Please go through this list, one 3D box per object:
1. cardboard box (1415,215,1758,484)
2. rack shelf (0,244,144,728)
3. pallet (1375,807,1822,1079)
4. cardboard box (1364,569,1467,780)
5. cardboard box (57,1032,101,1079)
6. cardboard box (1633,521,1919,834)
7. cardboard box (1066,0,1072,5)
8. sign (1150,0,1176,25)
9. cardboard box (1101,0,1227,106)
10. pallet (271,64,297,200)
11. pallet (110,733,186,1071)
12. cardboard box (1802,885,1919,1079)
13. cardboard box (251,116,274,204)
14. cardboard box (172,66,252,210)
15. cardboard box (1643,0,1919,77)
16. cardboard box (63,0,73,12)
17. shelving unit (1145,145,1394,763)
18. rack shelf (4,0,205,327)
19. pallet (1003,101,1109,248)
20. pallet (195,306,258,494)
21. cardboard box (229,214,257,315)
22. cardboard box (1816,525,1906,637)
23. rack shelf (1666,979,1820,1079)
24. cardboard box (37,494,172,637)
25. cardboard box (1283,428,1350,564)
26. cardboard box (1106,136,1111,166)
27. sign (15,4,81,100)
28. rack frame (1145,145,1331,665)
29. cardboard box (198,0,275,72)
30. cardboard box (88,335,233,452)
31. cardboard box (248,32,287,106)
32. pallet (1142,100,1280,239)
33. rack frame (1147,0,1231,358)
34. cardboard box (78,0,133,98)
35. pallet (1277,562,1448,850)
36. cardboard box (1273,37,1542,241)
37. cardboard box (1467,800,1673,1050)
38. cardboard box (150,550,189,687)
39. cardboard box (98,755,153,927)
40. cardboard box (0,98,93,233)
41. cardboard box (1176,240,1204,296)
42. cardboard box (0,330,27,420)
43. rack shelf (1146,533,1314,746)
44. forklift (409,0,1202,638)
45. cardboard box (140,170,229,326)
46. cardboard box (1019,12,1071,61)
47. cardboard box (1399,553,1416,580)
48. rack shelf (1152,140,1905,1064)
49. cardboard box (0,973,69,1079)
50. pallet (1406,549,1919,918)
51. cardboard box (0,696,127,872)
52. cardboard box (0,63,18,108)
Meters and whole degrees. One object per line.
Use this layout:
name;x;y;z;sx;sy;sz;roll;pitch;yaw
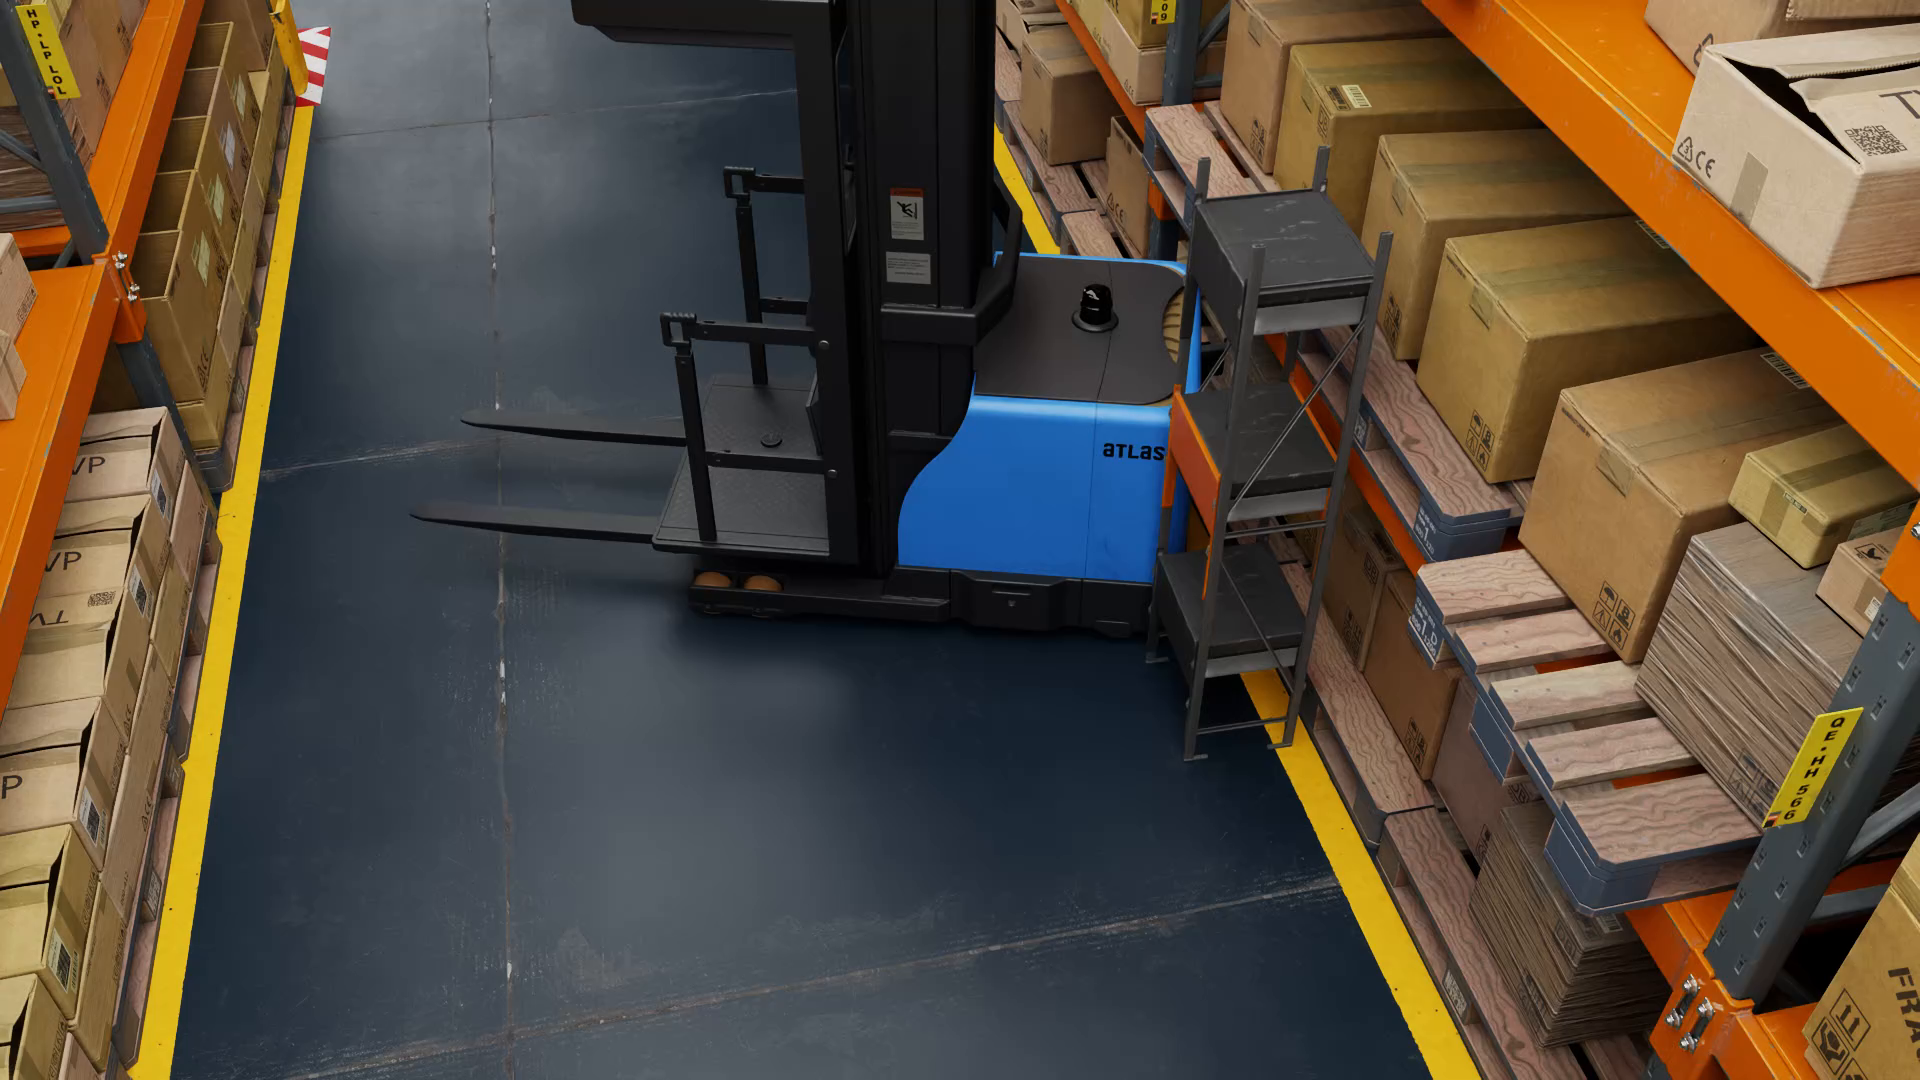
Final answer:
cardboard box;1.758;-0.551;4.704;0.700;0.500;0.500;-8;42;-9
rack shelf;-3.108;0.444;4.532;1.077;0.370;4.000;-8;42;-9
pallet;1.992;1.295;5.132;1.003;0.211;1.213;-8;42;-9
cardboard box;1.821;0.401;5.590;0.700;0.500;0.500;-9;42;-10
cardboard box;-2.612;1.635;4.403;0.500;0.250;0.500;-9;42;-10
cardboard box;2.048;0.254;3.798;0.700;0.500;0.500;-13;43;-14
cardboard box;0.675;-2.697;7.626;0.500;0.250;0.500;-9;42;-10
sign;0.768;-2.075;6.176;0.100;0.325;0.005;-8;42;-9
cardboard box;0.898;-2.049;6.897;0.500;0.250;0.500;-8;42;-9
pallet;-4.197;-2.182;9.049;1.003;0.211;1.213;-8;42;-9
pallet;-3.076;1.186;5.255;1.003;0.211;1.213;-8;42;-9
cardboard box;2.014;0.954;3.101;0.500;0.500;0.500;-7;42;-8
cardboard box;-3.770;-1.892;8.376;0.500;0.250;0.500;-8;42;-9
cardboard box;-3.660;-1.848;7.763;0.500;0.500;0.500;-8;42;-9
cardboard box;1.970;-1.263;3.560;0.797;0.503;0.637;-3;42;-3
cardboard box;-3.579;-2.103;6.296;0.380;0.149;0.250;-9;42;-10
shelving unit;0.938;-0.189;5.381;0.431;2.100;0.503;-7;42;-8
rack shelf;-3.972;-2.149;7.453;1.077;0.370;4.000;-8;42;-9
pallet;0.850;-2.014;8.860;1.003;0.211;1.213;-8;42;-9
pallet;-3.671;-0.600;7.267;1.003;0.211;1.213;-8;42;-9
cardboard box;-3.550;-1.244;7.647;0.500;0.250;0.500;-8;42;-9
cardboard box;2.056;0.095;3.488;0.380;0.149;0.250;-14;43;-15
rack shelf;2.591;2.324;2.414;1.077;0.370;4.000;-8;42;-9
cardboard box;-3.054;0.098;5.713;0.500;0.311;0.500;-7;42;-8
cardboard box;1.632;-0.261;6.336;0.700;0.500;0.500;-9;42;-10
cardboard box;0.970;-1.972;8.528;0.380;0.149;0.250;-12;43;-13
sign;-3.012;-1.609;5.491;0.100;0.325;0.005;-8;42;-9
rack frame;0.892;-0.348;5.560;0.400;2.100;0.015;-7;42;-8
cardboard box;-3.997;-2.819;8.856;0.500;0.500;0.500;-8;42;-9
cardboard box;-3.344;-0.594;6.915;0.500;0.250;0.500;-8;42;-9
cardboard box;-3.999;-2.538;9.104;0.500;0.250;0.500;-8;42;-9
pallet;1.319;-1.246;6.038;1.003;0.211;1.213;-8;42;-9
rack frame;1.296;-1.834;6.556;1.000;3.000;0.127;-8;42;-9
cardboard box;-3.867;-2.112;6.795;0.700;0.500;0.500;-8;42;-9
pallet;1.732;0.506;6.021;1.003;0.211;1.213;-8;42;-9
cardboard box;1.486;-1.338;5.591;0.700;0.500;0.500;-4;42;-5
cardboard box;1.953;1.070;4.837;0.700;0.500;0.500;-8;42;-9
cardboard box;-3.060;0.305;5.902;0.500;0.250;0.500;-9;42;-10
cardboard box;-2.841;0.967;5.156;0.500;0.250;0.500;-8;42;-8
cardboard box;-3.642;-1.446;6.044;0.700;0.500;0.500;-9;42;-10
cardboard box;1.151;-1.281;7.737;0.380;0.166;0.250;-14;43;-15
cardboard box;-3.171;-0.528;5.186;0.396;0.266;0.258;-9;42;-10
rack shelf;0.938;0.345;5.855;0.431;0.518;0.480;-7;42;-8
forklift;-0.623;-1.141;5.828;3.031;2.935;1.130;4;42;5
cardboard box;-3.450;-1.199;7.032;0.500;0.500;0.500;-8;42;-9
cardboard box;0.617;-2.755;9.288;0.500;0.311;0.500;-5;42;-6
cardboard box;1.775;0.078;5.389;0.500;0.250;0.500;-9;42;-9
rack shelf;1.728;-0.268;5.335;1.077;0.370;4.000;-8;42;-9
cardboard box;-2.625;1.412;4.232;0.500;0.311;0.500;-9;42;-10
pallet;1.902;0.384;4.202;1.213;0.211;1.003;-8;42;-9
cardboard box;-2.844;0.748;4.981;0.500;0.311;0.500;-9;42;-10
cardboard box;-3.409;-1.604;5.733;0.380;0.149;0.250;-8;42;-9
